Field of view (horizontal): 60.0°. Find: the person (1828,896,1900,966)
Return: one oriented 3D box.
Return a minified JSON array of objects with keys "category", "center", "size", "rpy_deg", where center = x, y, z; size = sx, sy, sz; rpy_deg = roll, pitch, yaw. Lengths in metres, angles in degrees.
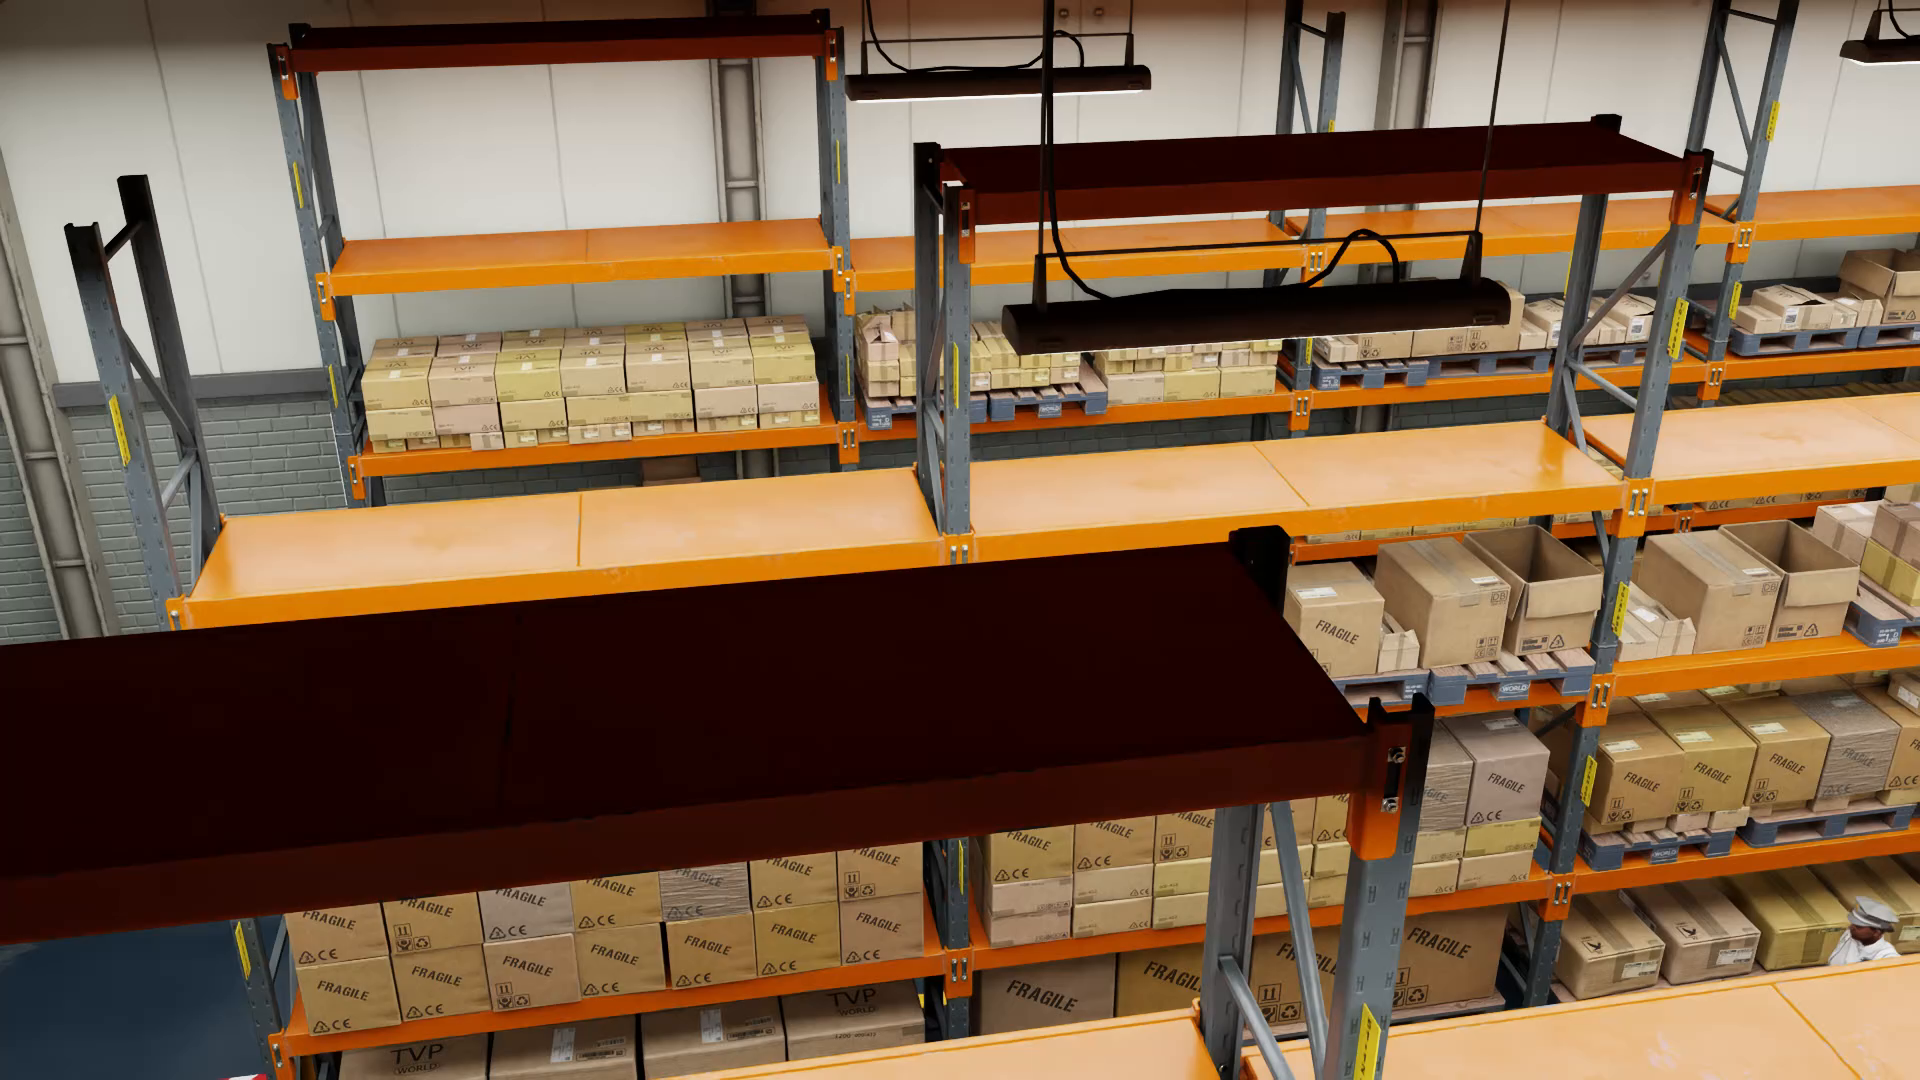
[{"category":"person","center":[5.533,2.944,10.275],"size":[0.417,1.670,0.481],"rpy_deg":[-8,27,-17]}]
